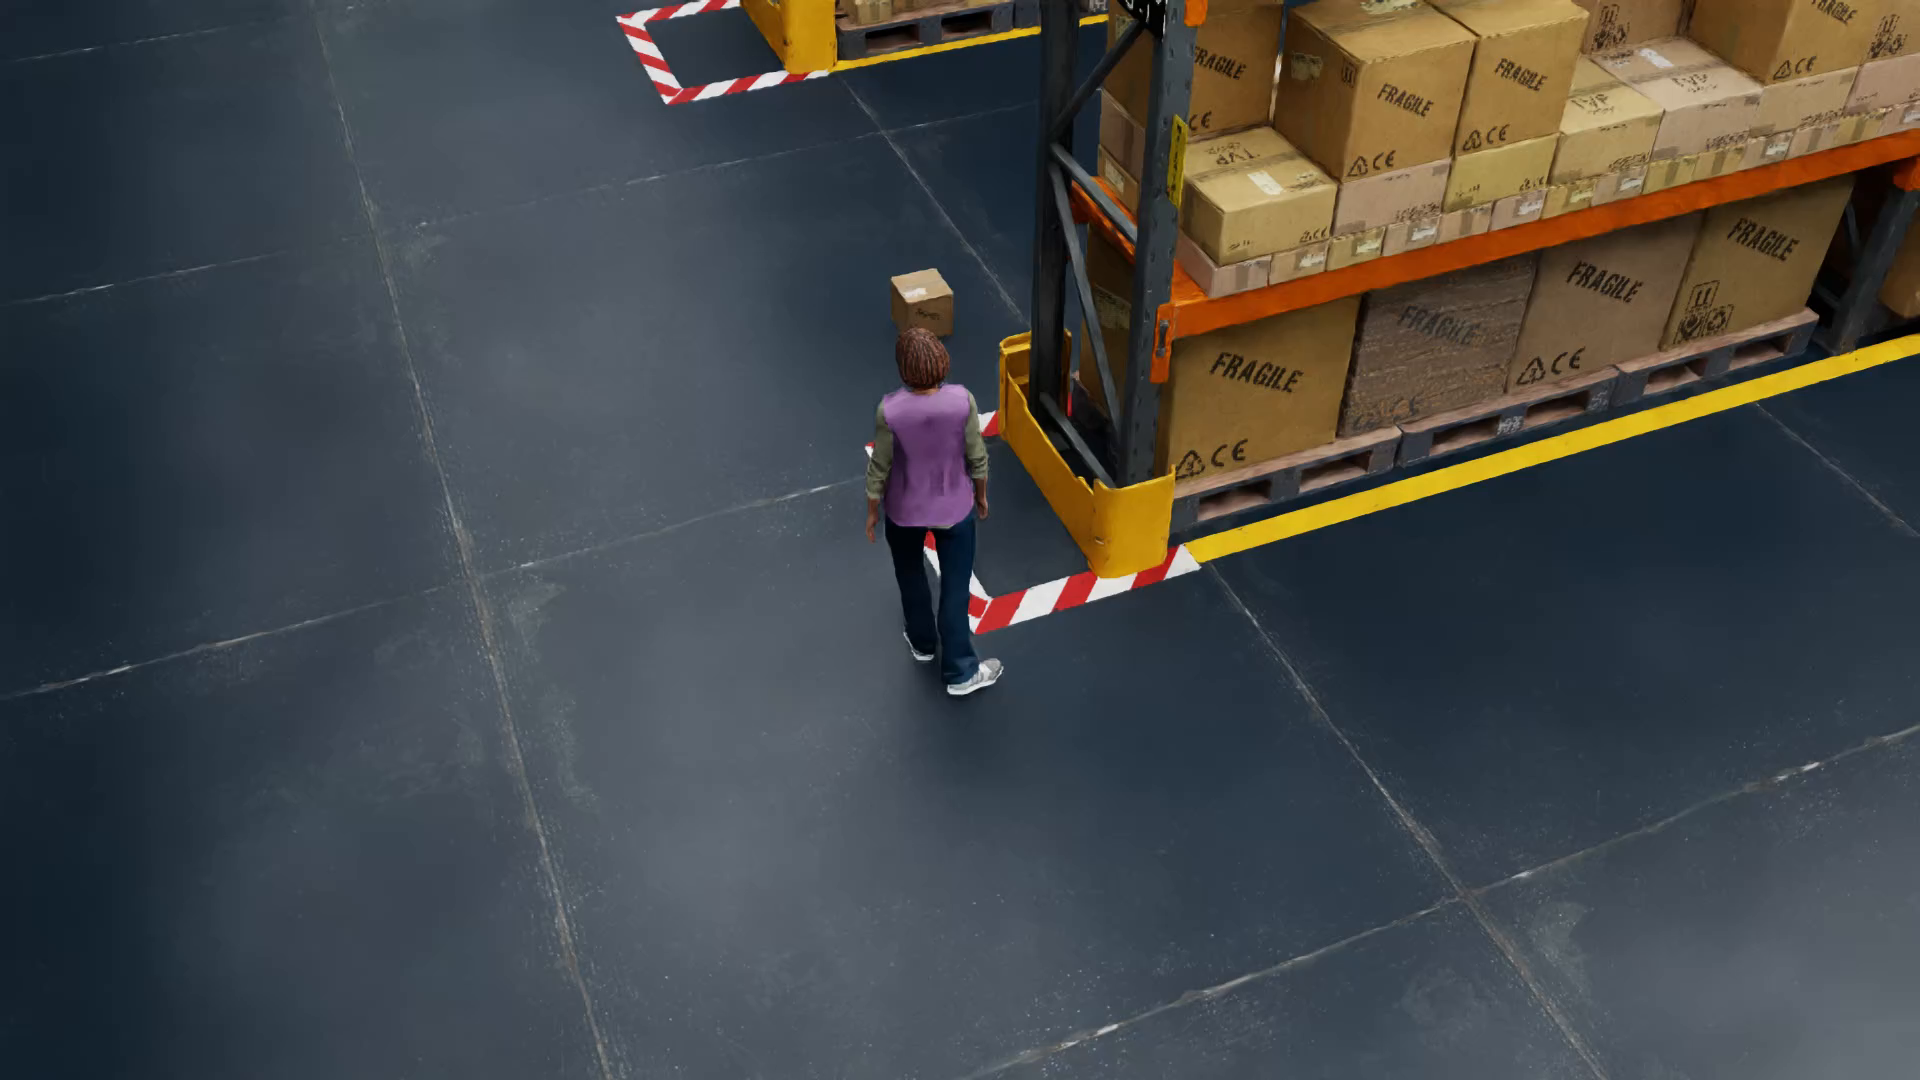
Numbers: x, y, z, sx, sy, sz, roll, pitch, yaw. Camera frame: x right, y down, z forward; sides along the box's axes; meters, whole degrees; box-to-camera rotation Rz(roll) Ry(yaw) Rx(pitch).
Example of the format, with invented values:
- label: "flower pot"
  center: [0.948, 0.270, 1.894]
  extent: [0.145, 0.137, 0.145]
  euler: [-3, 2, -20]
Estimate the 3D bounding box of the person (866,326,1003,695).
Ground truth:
- label: "person"
  center: [-0.095, -0.090, 6.283]
  extent: [0.523, 1.583, 0.490]
  euler: [-3, 42, -3]
